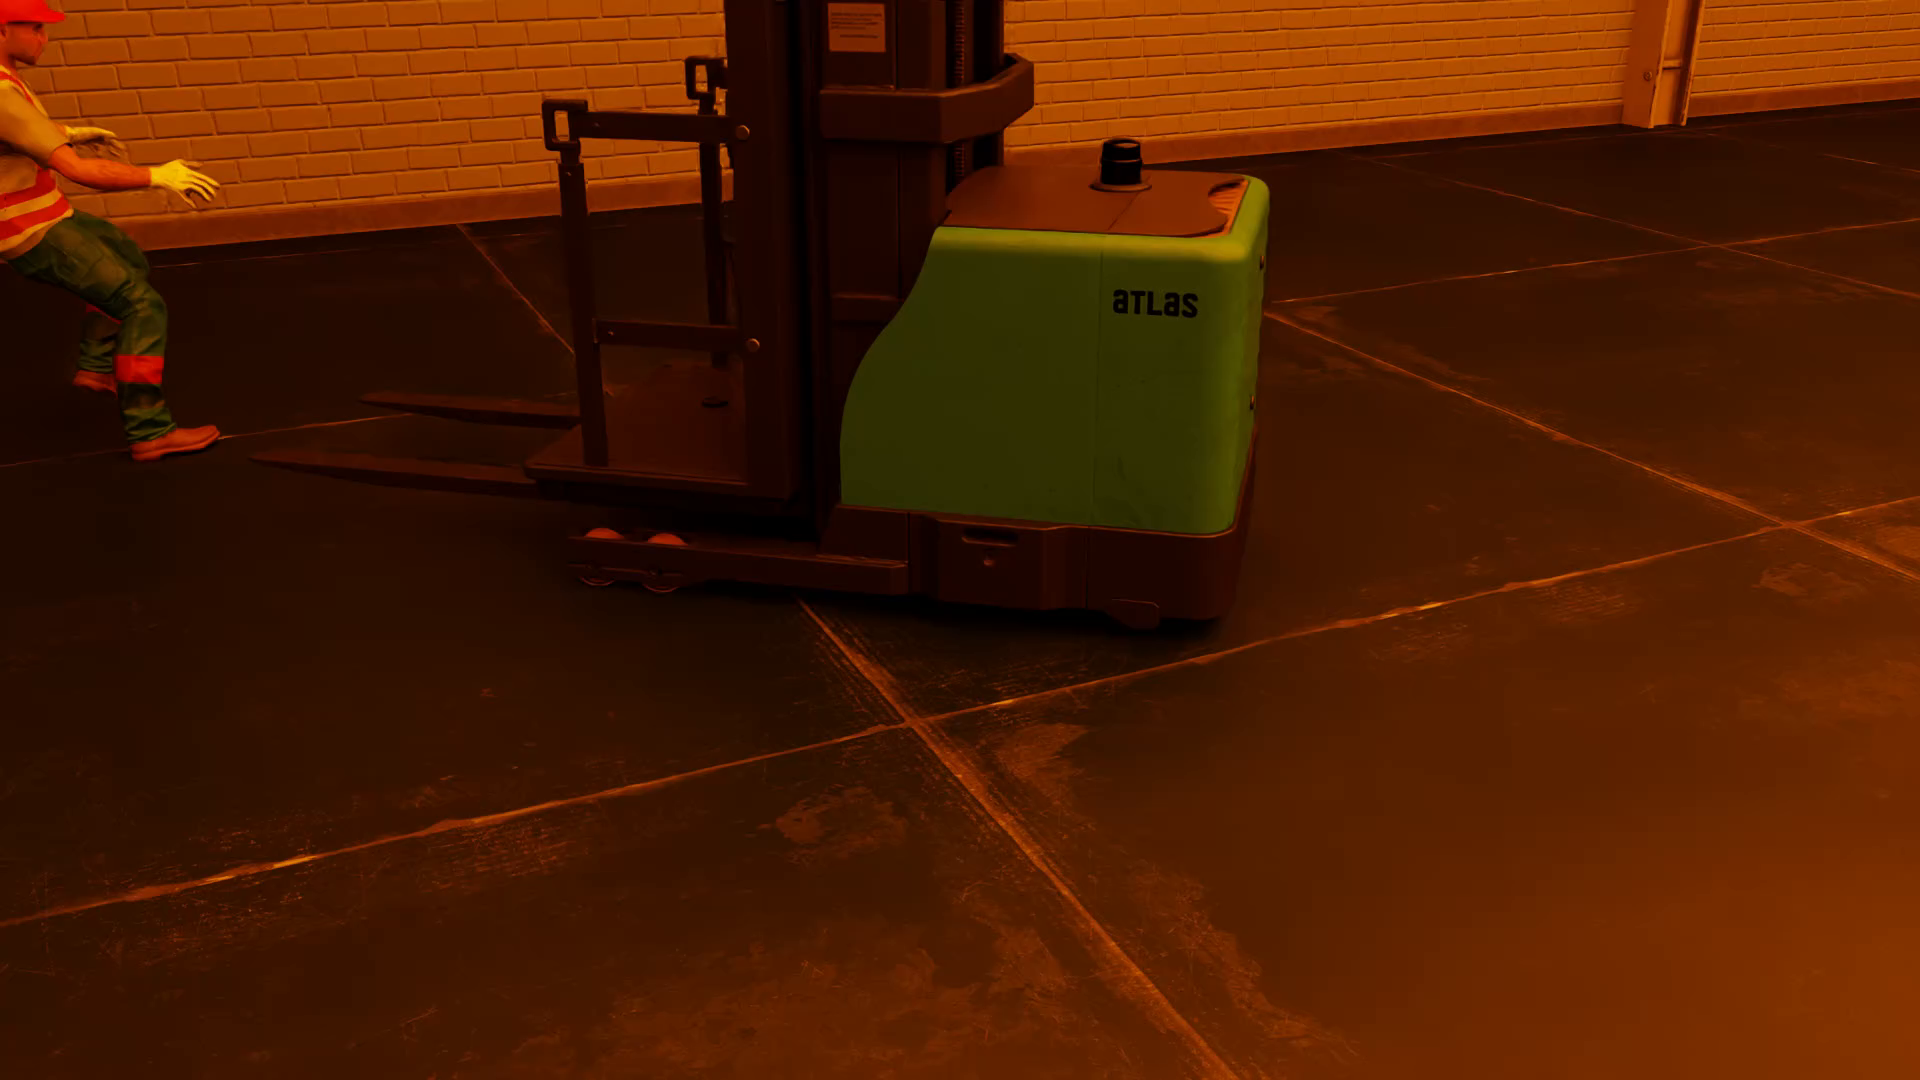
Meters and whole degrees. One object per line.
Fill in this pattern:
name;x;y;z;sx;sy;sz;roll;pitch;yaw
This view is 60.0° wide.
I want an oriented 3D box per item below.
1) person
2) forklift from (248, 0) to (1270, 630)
person;-3.035;-1.151;5.802;0.749;1.599;0.910;-14;27;-31
forklift;-0.650;-1.393;4.640;3.031;2.935;1.130;5;23;12
